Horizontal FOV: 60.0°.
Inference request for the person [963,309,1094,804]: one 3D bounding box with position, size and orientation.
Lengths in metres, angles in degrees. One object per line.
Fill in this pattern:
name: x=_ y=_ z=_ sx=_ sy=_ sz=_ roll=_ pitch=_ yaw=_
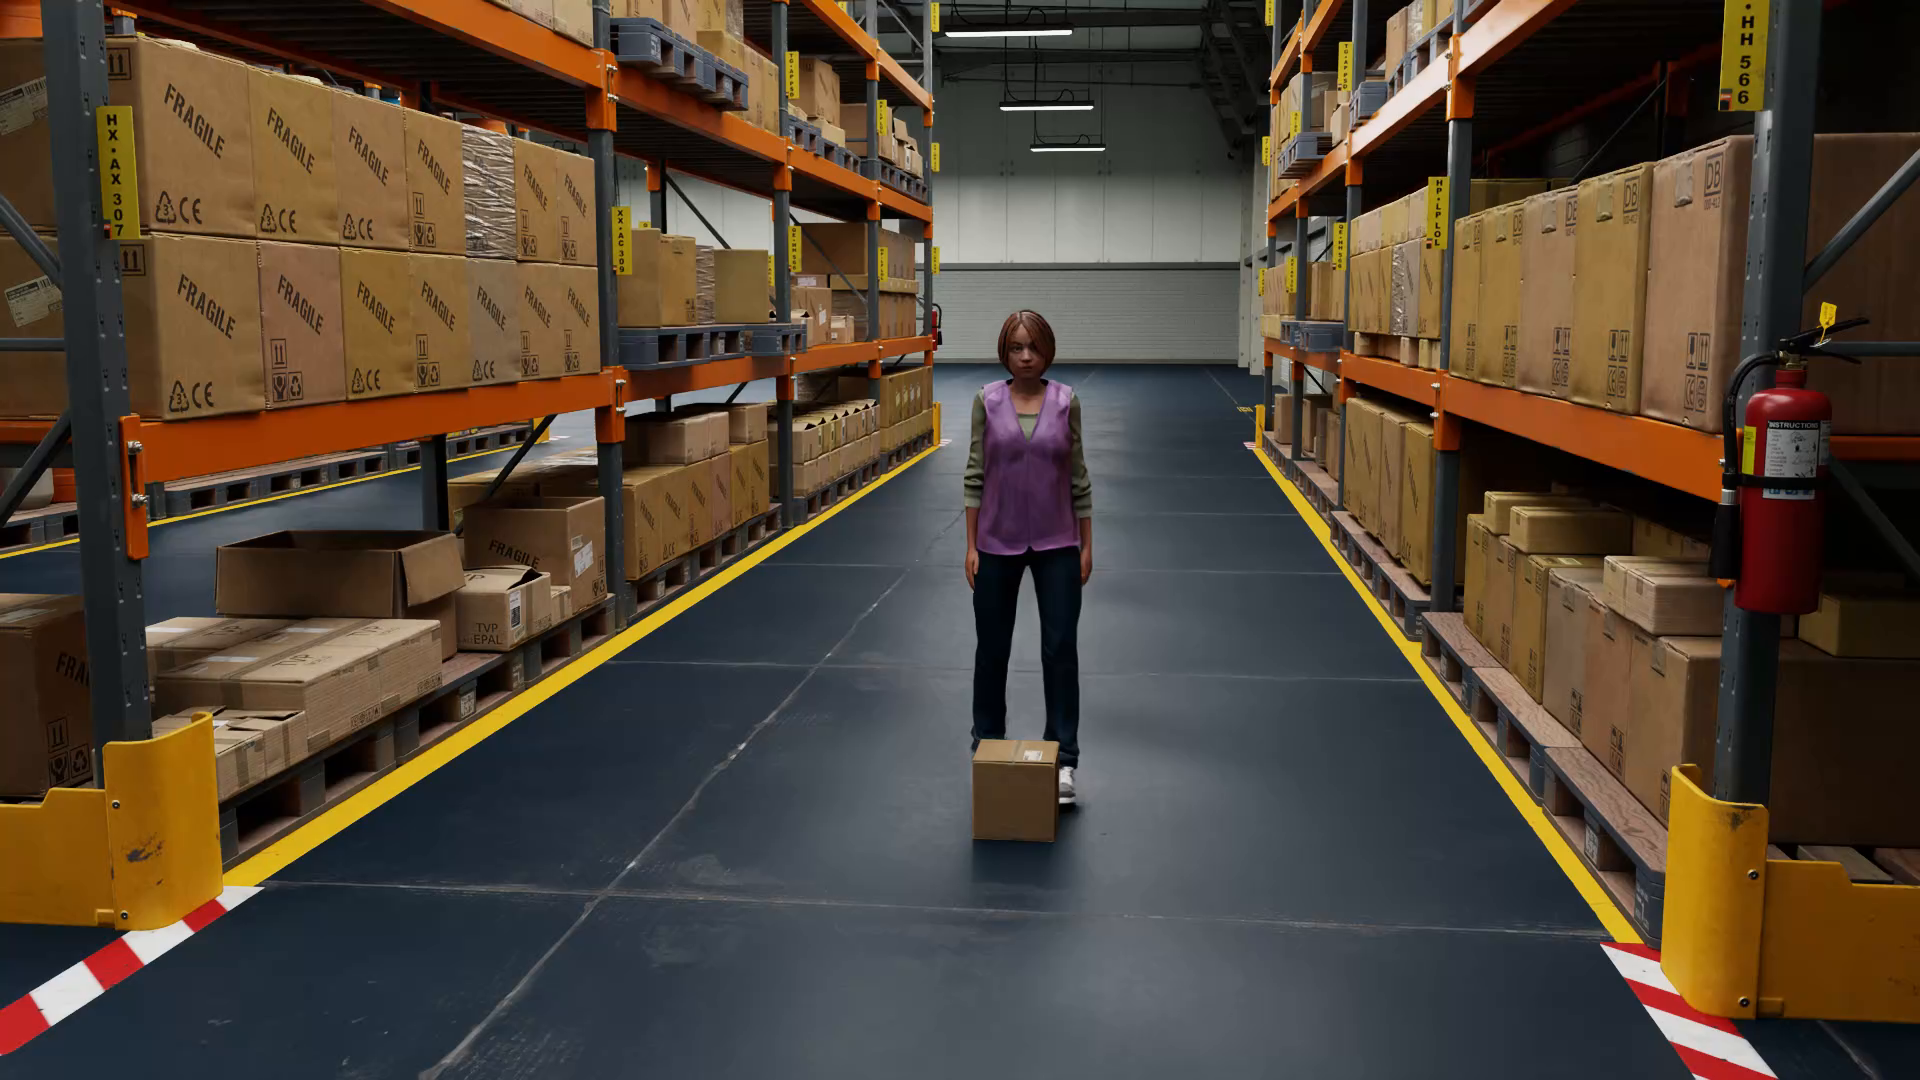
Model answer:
person: x=0.227 y=0.048 z=5.475 sx=0.433 sy=1.601 sz=0.528 roll=0 pitch=8 yaw=0
